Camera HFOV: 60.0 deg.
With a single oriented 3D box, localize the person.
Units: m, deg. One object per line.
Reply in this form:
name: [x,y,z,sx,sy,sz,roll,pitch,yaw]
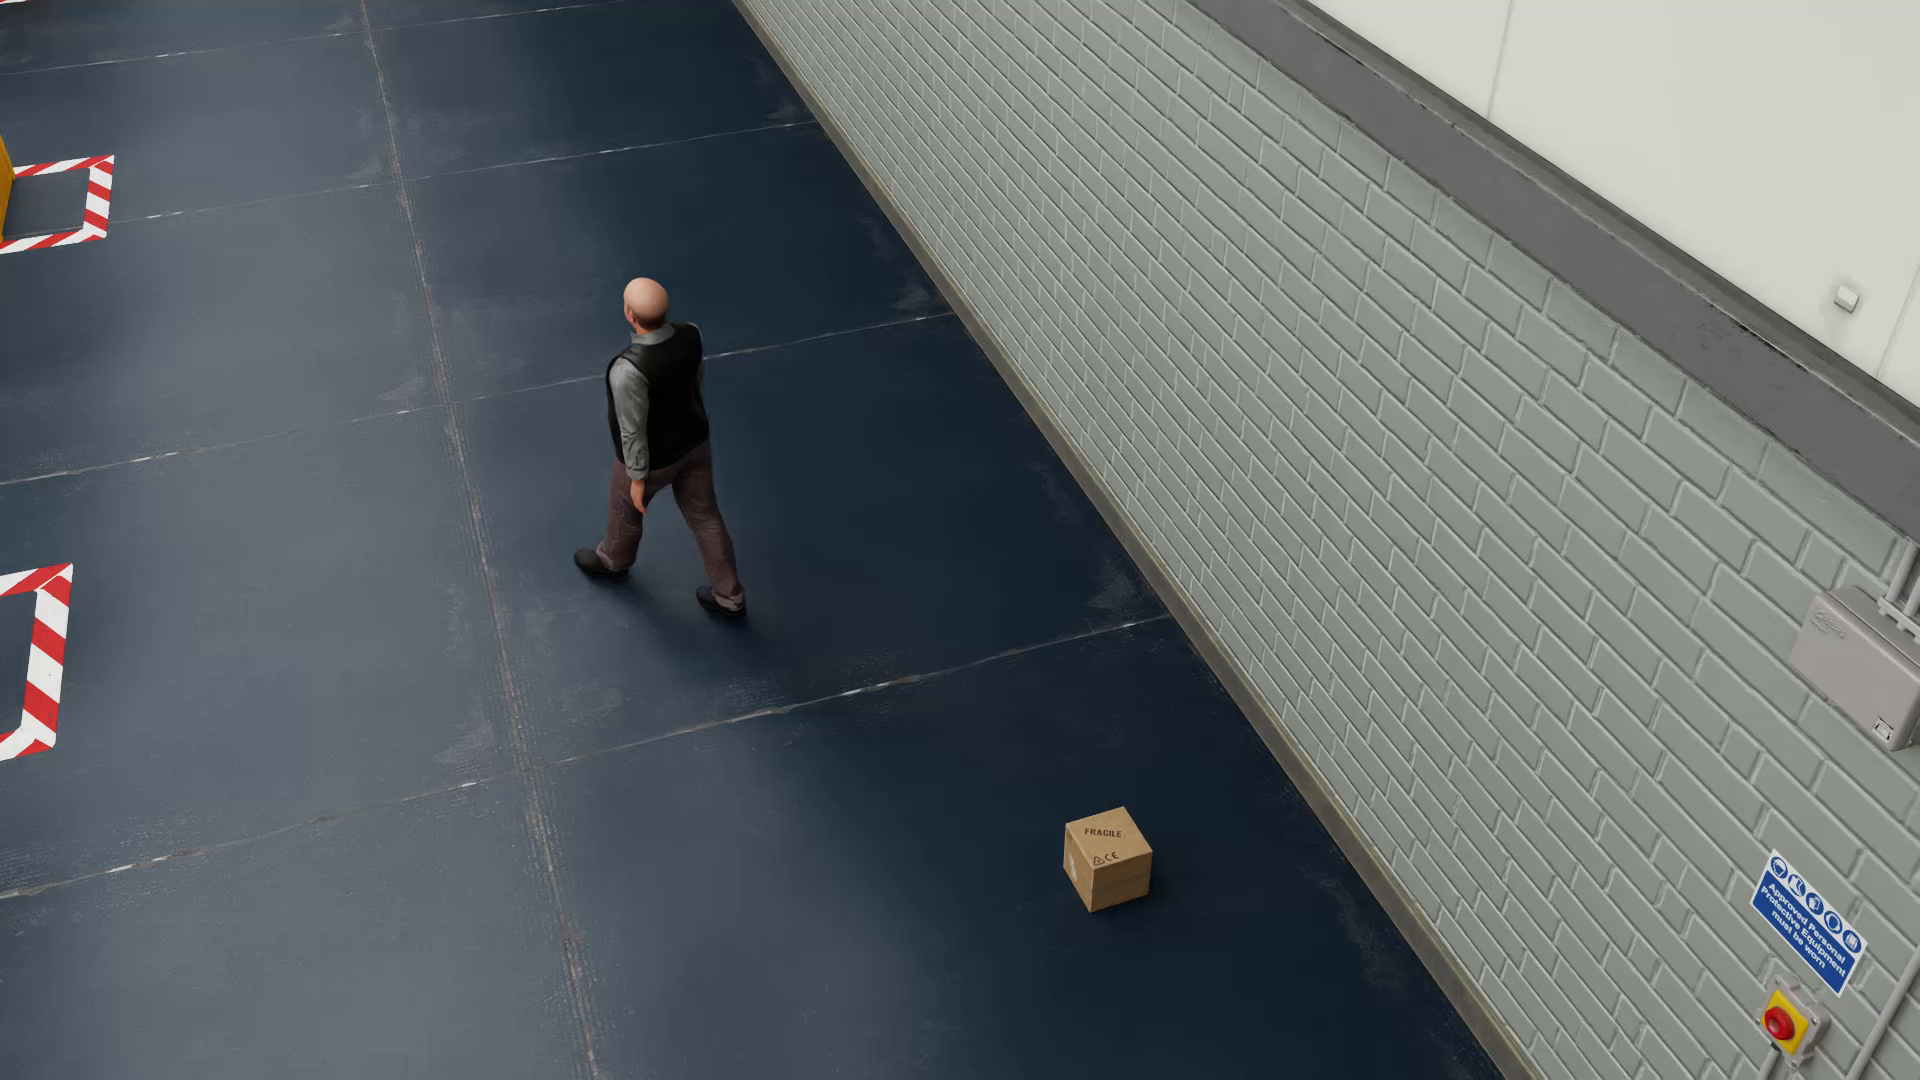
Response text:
person: [-1.376,-0.457,7.379,0.972,1.667,0.568,28,45,31]
